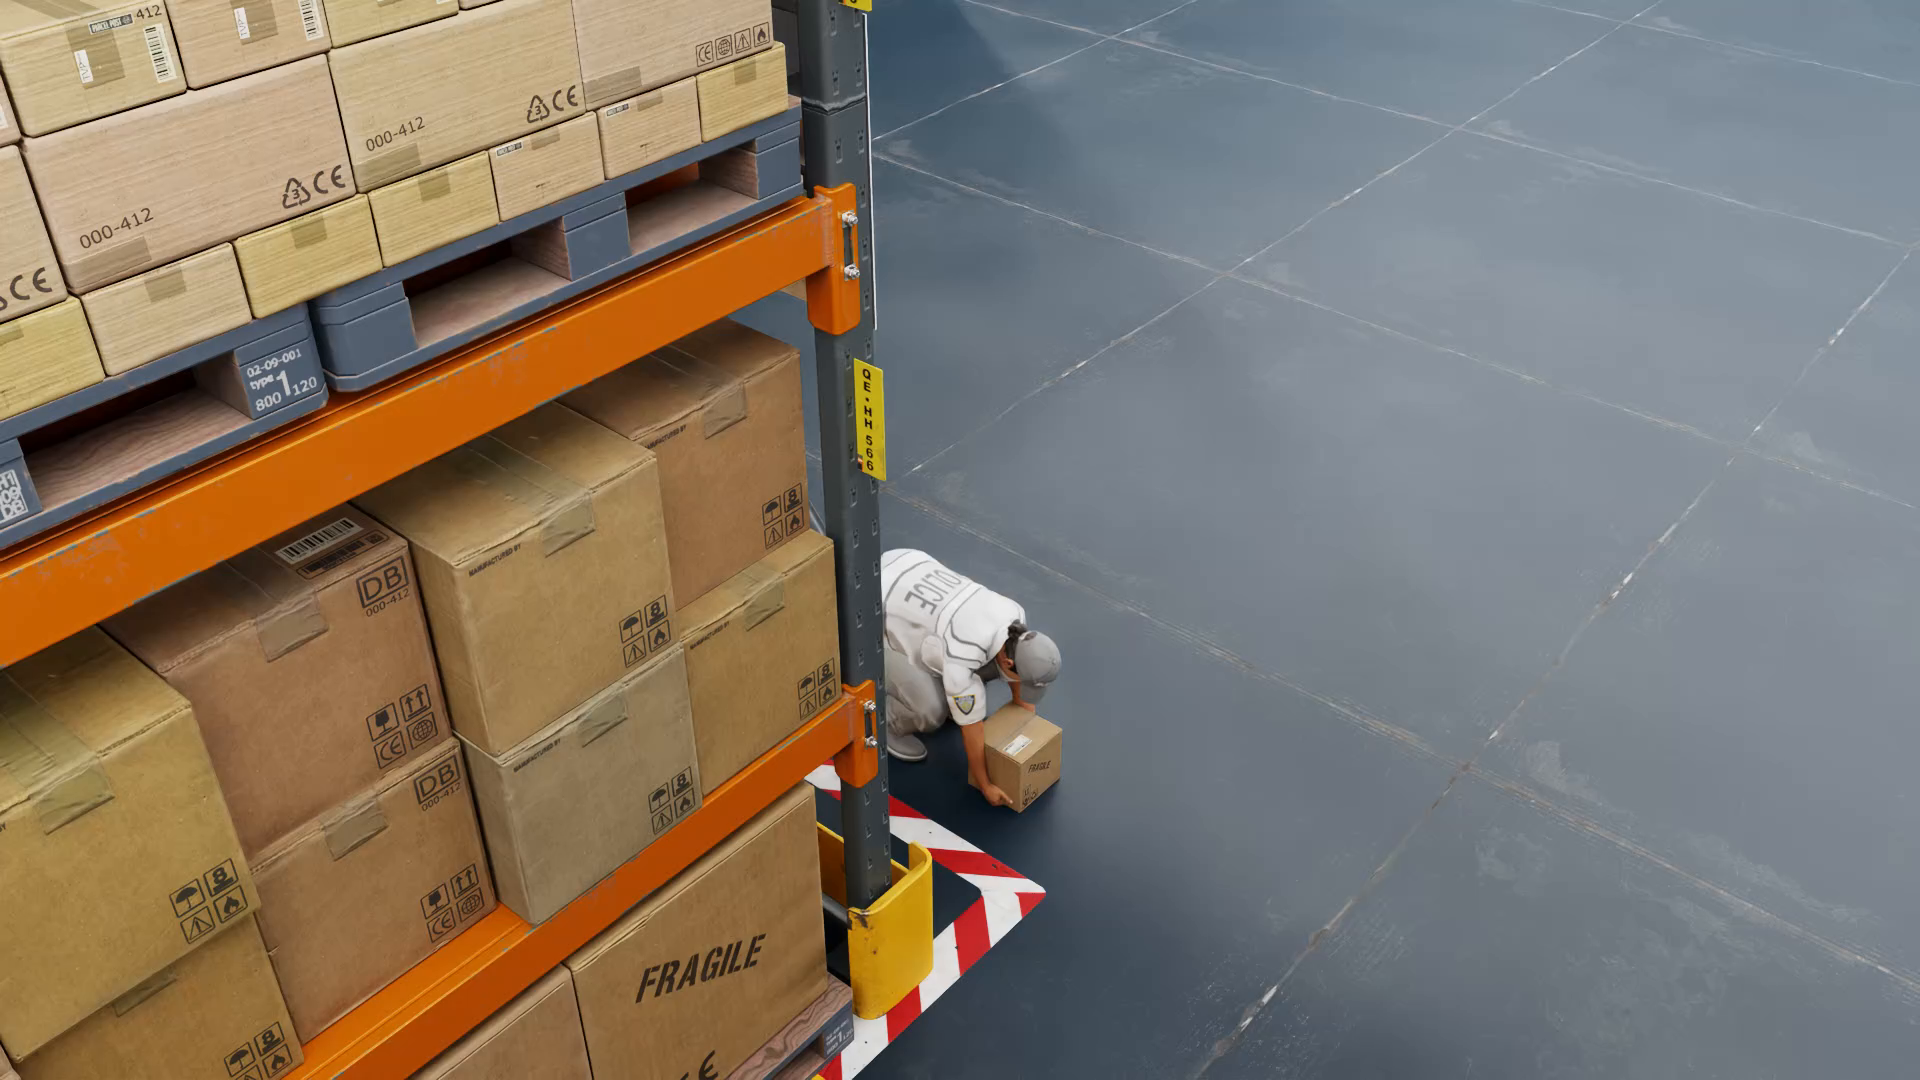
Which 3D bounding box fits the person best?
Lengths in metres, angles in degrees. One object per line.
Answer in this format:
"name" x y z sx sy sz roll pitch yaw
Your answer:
"person" -0.032 0.462 6.246 0.943 0.822 0.519 25 42 31
